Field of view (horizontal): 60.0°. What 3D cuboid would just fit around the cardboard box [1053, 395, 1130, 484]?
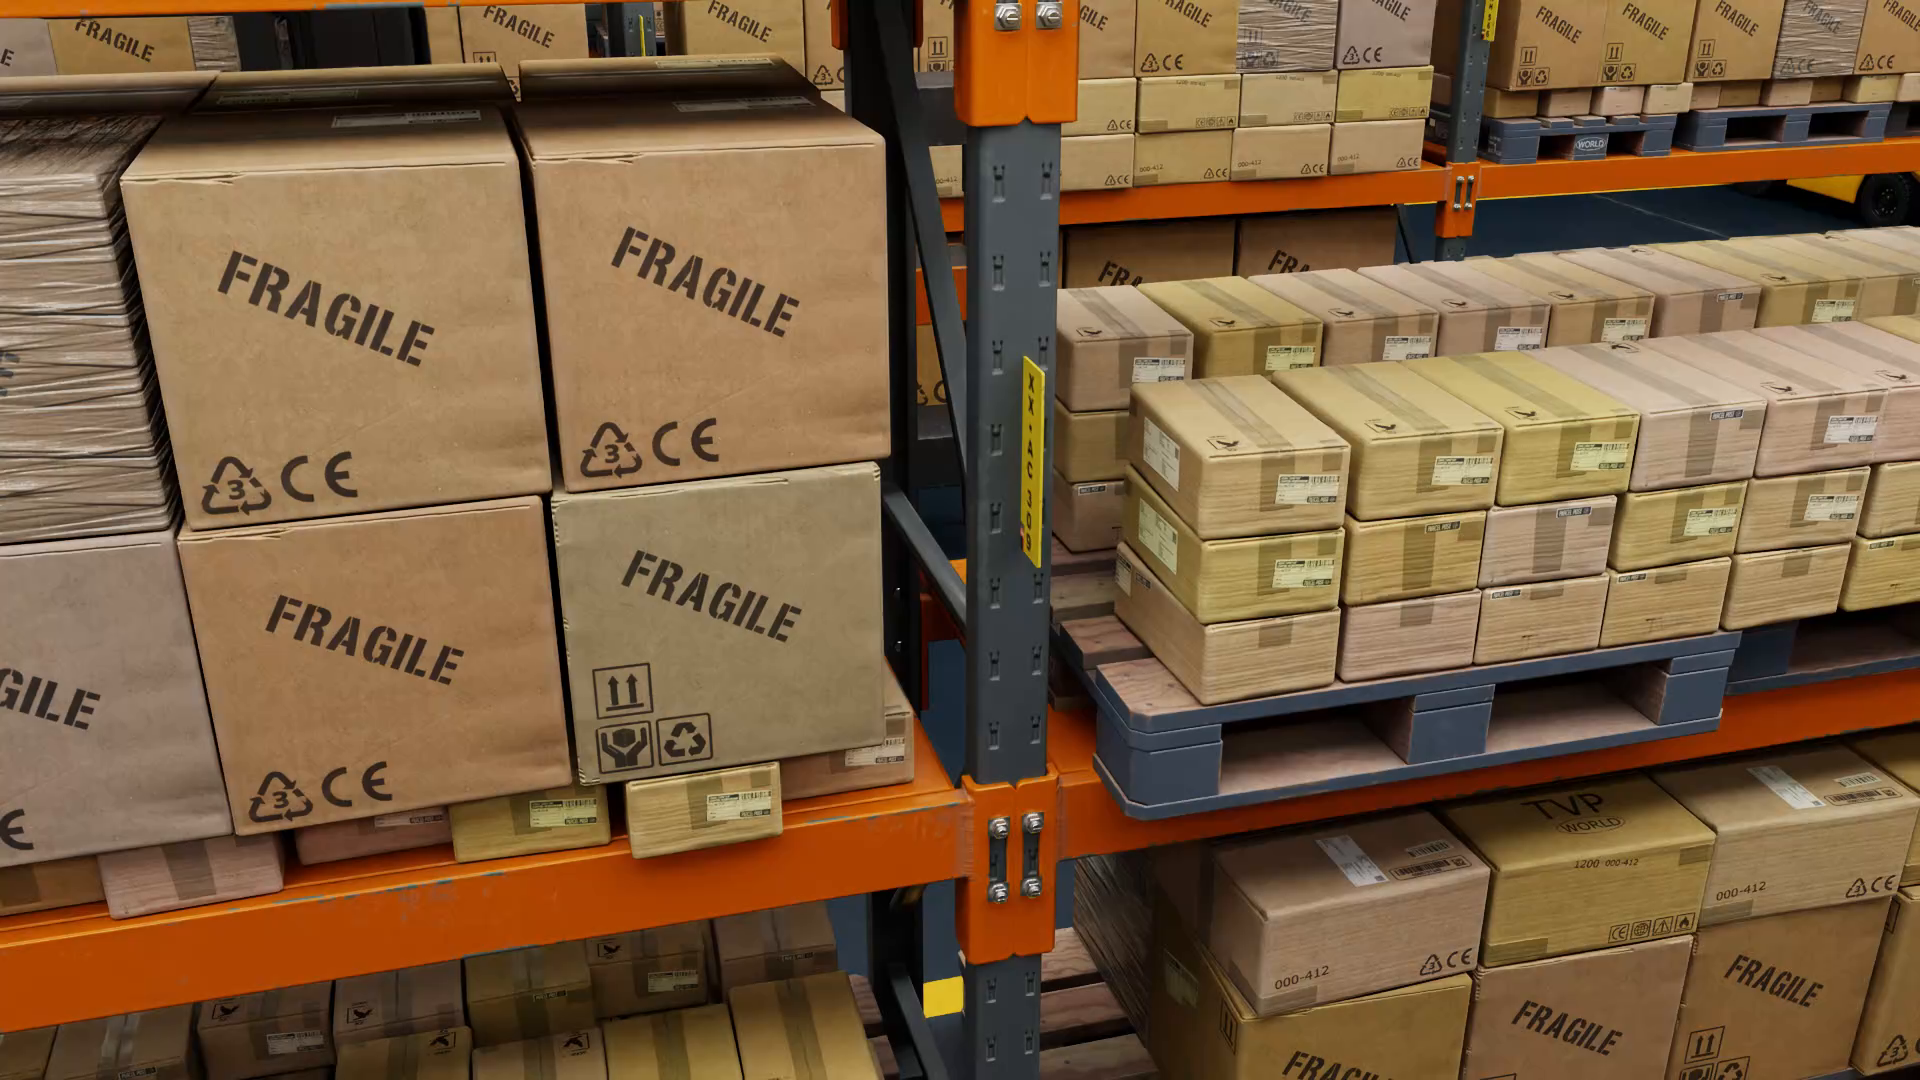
[{"bbox_3d":[0.289,-0.261,3.463,0.250,0.149,0.380,-6,24,-13],"label":"cardboard box"}]

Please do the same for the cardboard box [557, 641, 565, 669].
[{"bbox_3d":[-0.873,0.196,3.308,0.250,0.149,0.380,-7,24,-17],"label":"cardboard box"}]

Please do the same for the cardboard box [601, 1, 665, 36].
[{"bbox_3d":[-2.293,-3.888,11.847,0.500,0.500,0.700,-6,24,-13],"label":"cardboard box"}]

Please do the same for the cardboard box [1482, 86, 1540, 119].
[{"bbox_3d":[2.739,-2.266,8.512,0.250,0.149,0.380,-8,24,-17],"label":"cardboard box"}]

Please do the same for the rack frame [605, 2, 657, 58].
[{"bbox_3d":[-1.475,-1.798,7.637,0.127,3.000,1.000,-6,24,-14],"label":"rack frame"}]

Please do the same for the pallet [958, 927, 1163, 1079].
[{"bbox_3d":[0.708,1.268,4.026,1.213,0.211,1.003,-6,24,-14],"label":"pallet"}]

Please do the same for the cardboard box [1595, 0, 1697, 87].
[{"bbox_3d":[3.372,-2.618,8.511,0.500,0.500,0.500,-5,24,-12],"label":"cardboard box"}]

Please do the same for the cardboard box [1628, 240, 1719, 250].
[{"bbox_3d":[4.363,-1.426,9.570,0.625,0.372,0.950,-6,24,-13],"label":"cardboard box"}]

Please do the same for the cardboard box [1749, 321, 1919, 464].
[{"bbox_3d":[1.707,-0.286,3.144,0.250,0.149,0.380,-5,24,-12],"label":"cardboard box"}]

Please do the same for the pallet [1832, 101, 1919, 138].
[{"bbox_3d":[5.452,-2.536,9.599,1.213,0.211,1.003,-6,24,-14],"label":"pallet"}]

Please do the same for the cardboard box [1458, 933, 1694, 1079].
[{"bbox_3d":[1.251,0.991,3.773,0.500,0.500,0.500,-5,24,-12],"label":"cardboard box"}]

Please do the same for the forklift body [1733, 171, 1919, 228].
[{"bbox_3d":[7.401,-3.676,13.089,1.214,2.155,2.313,-6,24,-14],"label":"forklift body"}]

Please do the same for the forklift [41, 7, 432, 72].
[{"bbox_3d":[-2.570,-1.028,5.928,3.031,2.935,1.130,-5,24,-12],"label":"forklift"}]

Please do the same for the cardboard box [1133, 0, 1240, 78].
[{"bbox_3d":[0.977,-2.467,7.801,0.500,0.500,0.500,-6,24,-14],"label":"cardboard box"}]

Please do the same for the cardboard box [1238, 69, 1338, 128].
[{"bbox_3d":[1.486,-2.181,8.085,0.500,0.250,0.500,-7,24,-16],"label":"cardboard box"}]

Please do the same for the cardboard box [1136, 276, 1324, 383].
[{"bbox_3d":[0.551,-0.426,3.471,0.250,0.149,0.380,-7,24,-16],"label":"cardboard box"}]

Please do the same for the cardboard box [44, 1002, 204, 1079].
[{"bbox_3d":[-1.692,1.018,3.403,0.250,0.149,0.380,-7,24,-17],"label":"cardboard box"}]

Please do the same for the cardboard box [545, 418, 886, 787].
[{"bbox_3d":[-0.430,0.047,2.833,0.500,0.500,0.500,-6,24,-14],"label":"cardboard box"}]

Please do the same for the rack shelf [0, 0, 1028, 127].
[{"bbox_3d":[-1.966,-0.764,2.336,4.000,0.370,1.077,-6,24,-14],"label":"rack shelf"}]

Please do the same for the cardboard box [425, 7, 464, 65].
[{"bbox_3d":[-2.346,-2.097,6.939,0.500,0.500,0.500,-7,24,-15],"label":"cardboard box"}]

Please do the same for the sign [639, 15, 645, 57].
[{"bbox_3d":[-1.324,-2.022,6.960,0.005,0.325,0.100,-6,24,-14],"label":"sign"}]

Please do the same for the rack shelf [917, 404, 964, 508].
[{"bbox_3d":[-0.159,-0.291,7.076,0.480,0.518,0.431,-6,24,-14],"label":"rack shelf"}]

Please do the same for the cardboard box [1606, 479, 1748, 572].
[{"bbox_3d":[1.210,-0.095,3.076,0.250,0.149,0.380,-7,24,-17],"label":"cardboard box"}]

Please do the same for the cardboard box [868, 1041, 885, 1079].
[{"bbox_3d":[-0.258,1.205,3.343,0.250,0.149,0.380,-6,24,-13],"label":"cardboard box"}]

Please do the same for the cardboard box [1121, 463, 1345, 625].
[{"bbox_3d":[0.463,-0.011,2.881,0.250,0.149,0.380,-6,24,-14],"label":"cardboard box"}]

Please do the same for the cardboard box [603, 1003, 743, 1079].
[{"bbox_3d":[-0.548,1.093,3.227,0.250,0.149,0.380,-6,24,-14],"label":"cardboard box"}]

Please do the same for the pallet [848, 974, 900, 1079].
[{"bbox_3d":[-0.678,1.437,3.634,1.213,0.211,1.003,-6,24,-14],"label":"pallet"}]

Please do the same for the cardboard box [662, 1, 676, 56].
[{"bbox_3d":[-1.113,-2.446,7.753,0.500,0.500,0.500,-6,24,-13],"label":"cardboard box"}]

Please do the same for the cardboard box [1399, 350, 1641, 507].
[{"bbox_3d":[0.977,-0.206,2.958,0.250,0.149,0.380,-6,24,-14],"label":"cardboard box"}]

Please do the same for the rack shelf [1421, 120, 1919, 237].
[{"bbox_3d":[4.302,-2.107,9.268,4.000,0.370,1.077,-6,24,-14],"label":"rack shelf"}]

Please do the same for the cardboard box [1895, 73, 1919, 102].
[{"bbox_3d":[5.065,-2.477,9.005,0.250,0.149,0.380,-6,24,-14],"label":"cardboard box"}]

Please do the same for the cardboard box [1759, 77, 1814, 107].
[{"bbox_3d":[4.308,-2.419,8.871,0.250,0.149,0.380,-6,24,-13],"label":"cardboard box"}]

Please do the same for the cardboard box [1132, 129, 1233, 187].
[{"bbox_3d":[0.982,-1.895,8.052,0.500,0.250,0.500,-7,24,-15],"label":"cardboard box"}]

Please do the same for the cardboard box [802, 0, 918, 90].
[{"bbox_3d":[-0.492,-2.306,7.425,0.500,0.500,0.500,-6,24,-15],"label":"cardboard box"}]

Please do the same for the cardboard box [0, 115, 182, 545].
[{"bbox_3d":[-1.413,-0.313,2.403,0.500,0.500,0.500,-6,24,-13],"label":"cardboard box"}]

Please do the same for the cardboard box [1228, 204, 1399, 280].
[{"bbox_3d":[1.689,-1.399,8.868,0.875,0.875,0.875,-7,24,-15],"label":"cardboard box"}]

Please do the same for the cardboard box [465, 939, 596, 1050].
[{"bbox_3d":[-0.940,0.925,3.619,0.250,0.149,0.380,-7,24,-15],"label":"cardboard box"}]

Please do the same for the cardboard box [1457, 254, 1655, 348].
[{"bbox_3d":[1.291,-0.506,3.657,0.250,0.149,0.380,-7,24,-16],"label":"cardboard box"}]

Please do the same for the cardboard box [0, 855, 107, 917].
[{"bbox_3d":[-1.513,0.445,2.727,0.250,0.149,0.380,-7,24,-15],"label":"cardboard box"}]

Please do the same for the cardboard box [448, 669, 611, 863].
[{"bbox_3d":[-0.745,0.380,2.879,0.250,0.149,0.380,-5,24,-12],"label":"cardboard box"}]

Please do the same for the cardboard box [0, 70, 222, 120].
[{"bbox_3d":[-1.530,-0.513,2.870,0.500,0.500,0.500,-6,24,-13],"label":"cardboard box"}]

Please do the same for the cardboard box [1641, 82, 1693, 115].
[{"bbox_3d":[3.567,-2.316,8.630,0.250,0.149,0.380,-6,24,-14],"label":"cardboard box"}]

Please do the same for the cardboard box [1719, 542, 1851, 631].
[{"bbox_3d":[1.457,0.015,3.197,0.250,0.149,0.380,-7,24,-17],"label":"cardboard box"}]

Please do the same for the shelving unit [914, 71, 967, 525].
[{"bbox_3d":[-0.159,-0.947,6.795,0.503,2.100,0.431,-6,24,-14],"label":"shelving unit"}]

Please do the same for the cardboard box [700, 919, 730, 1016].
[{"bbox_3d":[-0.476,0.968,3.896,0.250,0.149,0.380,-5,24,-12],"label":"cardboard box"}]

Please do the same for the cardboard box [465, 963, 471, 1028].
[{"bbox_3d":[-1.181,1.096,3.597,0.250,0.149,0.380,-8,24,-17],"label":"cardboard box"}]

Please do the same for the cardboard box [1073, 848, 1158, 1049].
[{"bbox_3d":[0.604,0.852,4.099,0.500,0.500,0.500,-7,24,-15],"label":"cardboard box"}]

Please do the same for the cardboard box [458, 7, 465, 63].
[{"bbox_3d":[-1.999,-2.345,7.516,0.500,0.500,0.500,-6,24,-14],"label":"cardboard box"}]

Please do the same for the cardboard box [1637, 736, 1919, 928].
[{"bbox_3d":[1.746,0.593,3.751,0.500,0.250,0.500,-5,24,-12],"label":"cardboard box"}]

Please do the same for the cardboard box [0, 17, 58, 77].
[{"bbox_3d":[-3.798,-1.936,6.563,0.500,0.500,0.500,-6,24,-15],"label":"cardboard box"}]

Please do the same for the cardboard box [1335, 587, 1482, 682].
[{"bbox_3d":[0.728,0.094,3.013,0.250,0.149,0.380,-6,24,-14],"label":"cardboard box"}]

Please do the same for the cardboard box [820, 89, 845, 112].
[{"bbox_3d":[-0.481,-1.965,7.582,0.500,0.250,0.500,-6,24,-14],"label":"cardboard box"}]

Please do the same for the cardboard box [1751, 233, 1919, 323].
[{"bbox_3d":[2.048,-0.590,3.853,0.250,0.149,0.380,-6,24,-13],"label":"cardboard box"}]

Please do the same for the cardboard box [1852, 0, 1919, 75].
[{"bbox_3d":[4.869,-2.784,8.897,0.500,0.500,0.500,-5,24,-13],"label":"cardboard box"}]
